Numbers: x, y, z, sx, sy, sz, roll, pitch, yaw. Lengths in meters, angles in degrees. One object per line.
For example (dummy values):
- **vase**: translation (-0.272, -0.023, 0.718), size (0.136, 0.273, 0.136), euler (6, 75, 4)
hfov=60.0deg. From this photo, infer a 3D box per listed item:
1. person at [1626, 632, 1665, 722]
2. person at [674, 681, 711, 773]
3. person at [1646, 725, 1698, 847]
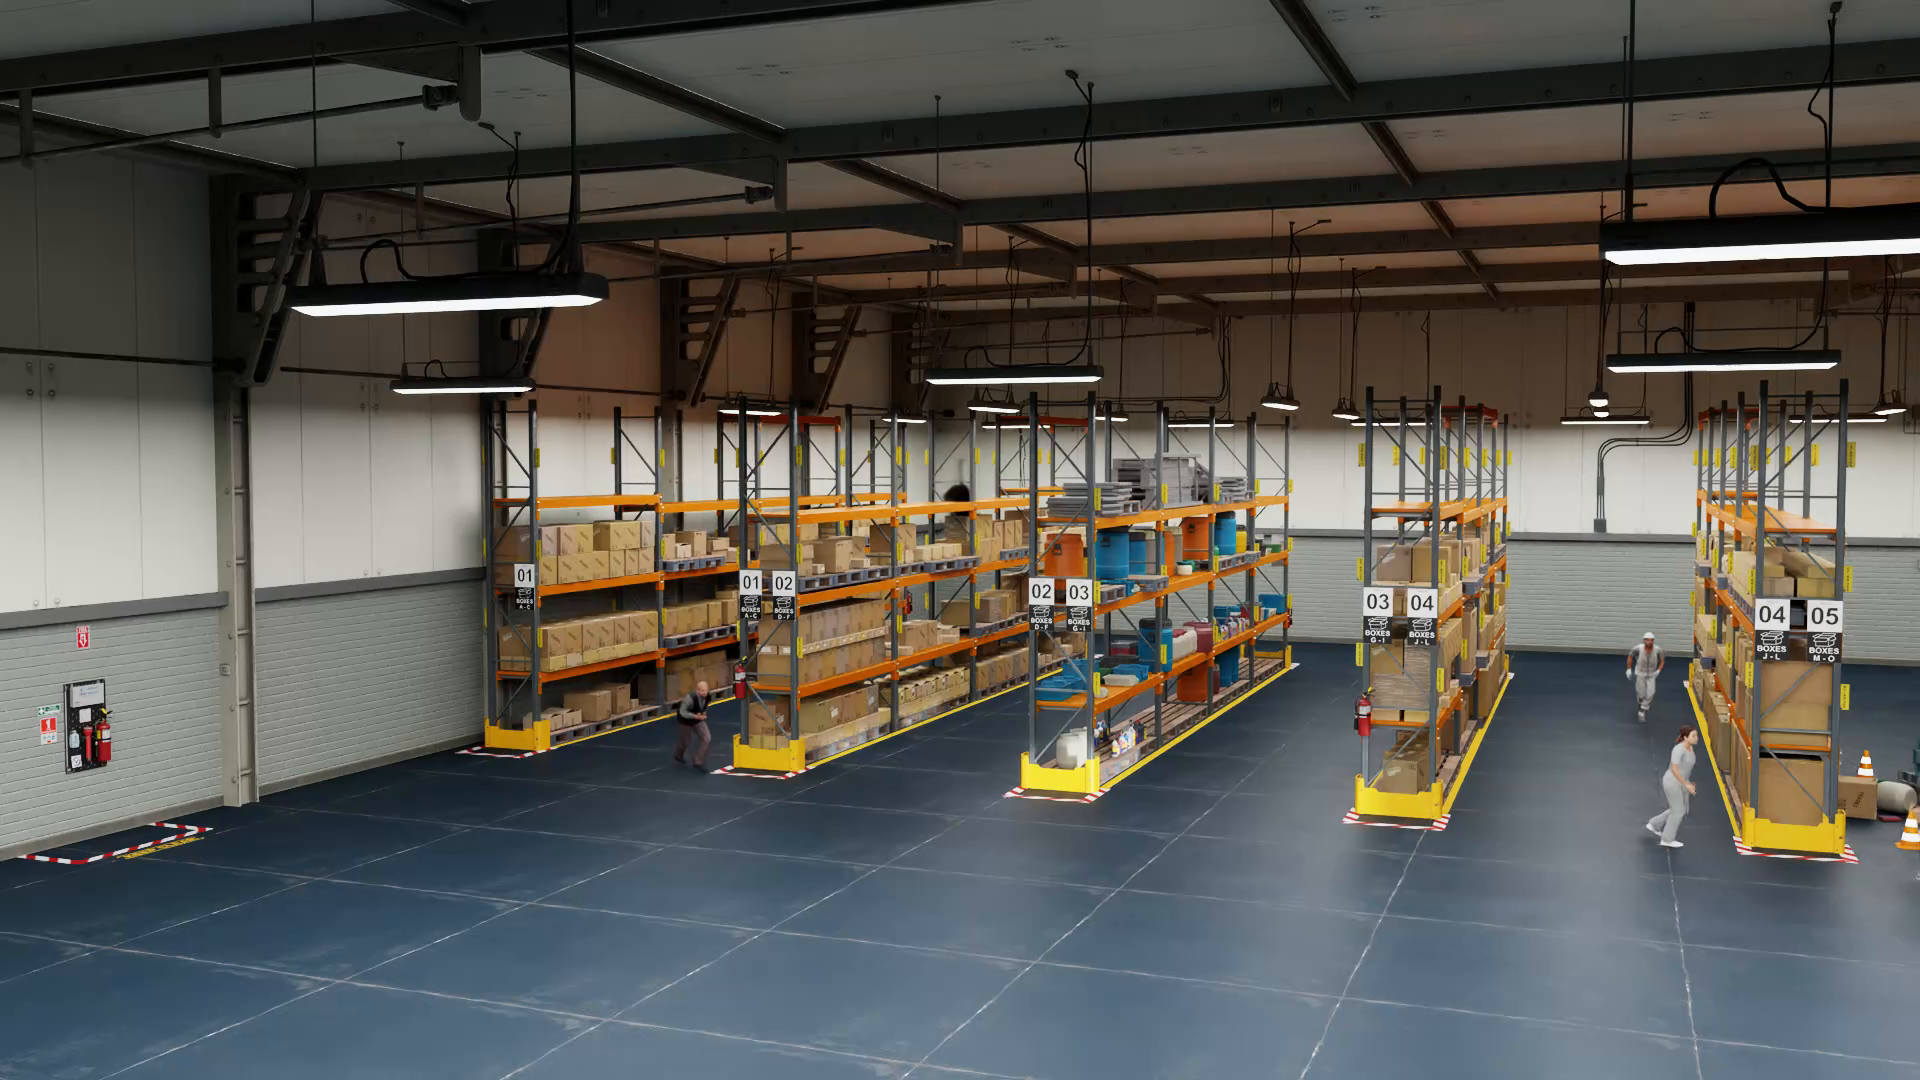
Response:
- **person**: translation (13.046, 2.589, 31.632), size (0.648, 1.715, 0.705), euler (0, 3, 7)
- **person**: translation (-4.340, 2.959, 26.627), size (0.648, 1.498, 1.123), euler (-3, 4, -42)
- **person**: translation (9.168, 3.147, 21.377), size (0.538, 1.599, 0.728), euler (-3, 4, -42)
